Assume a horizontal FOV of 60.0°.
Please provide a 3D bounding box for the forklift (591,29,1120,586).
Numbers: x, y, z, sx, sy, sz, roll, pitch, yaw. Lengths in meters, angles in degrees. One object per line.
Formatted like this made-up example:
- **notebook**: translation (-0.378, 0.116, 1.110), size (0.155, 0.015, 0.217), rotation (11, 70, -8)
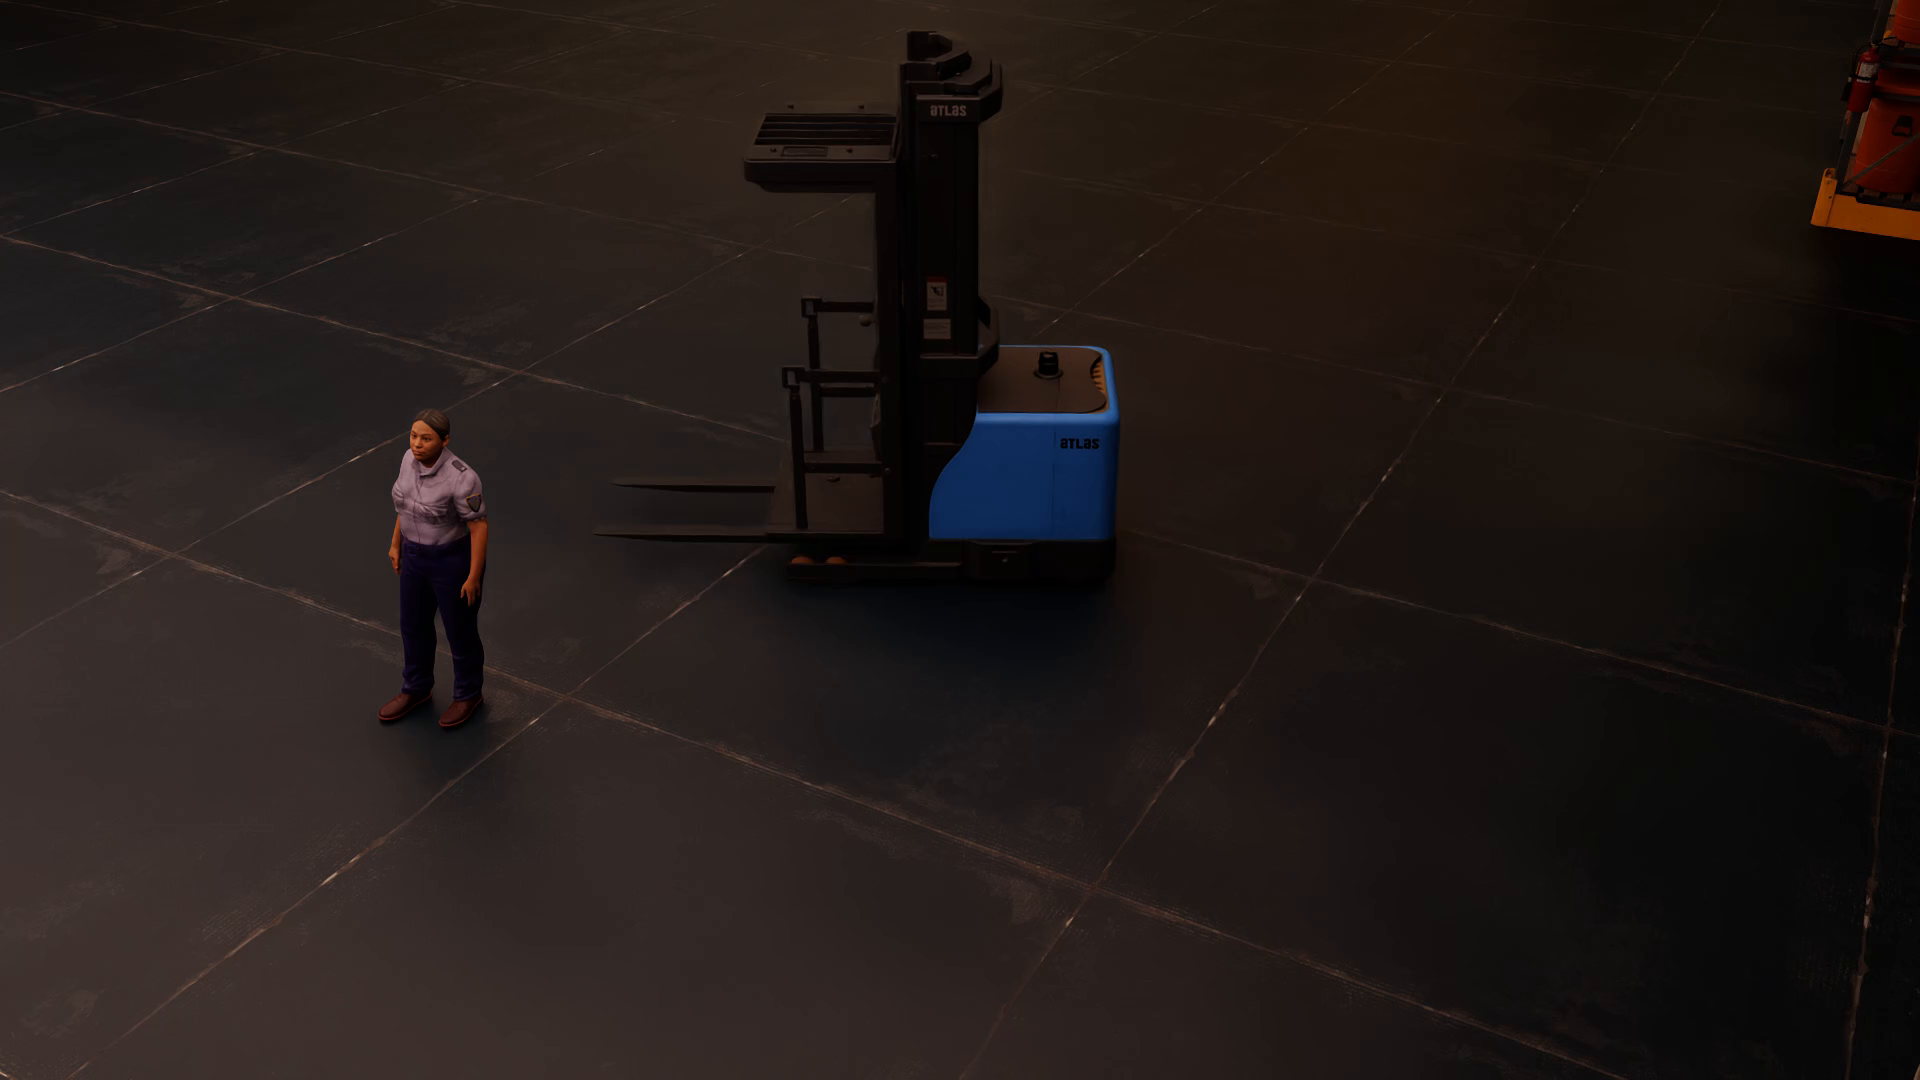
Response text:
- **forklift**: translation (-0.618, -1.268, 9.268), size (3.031, 2.935, 1.130), rotation (1, 30, 1)

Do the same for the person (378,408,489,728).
- **person**: translation (-2.590, 0.157, 8.069), size (0.598, 1.651, 0.502), rotation (16, 34, 25)
